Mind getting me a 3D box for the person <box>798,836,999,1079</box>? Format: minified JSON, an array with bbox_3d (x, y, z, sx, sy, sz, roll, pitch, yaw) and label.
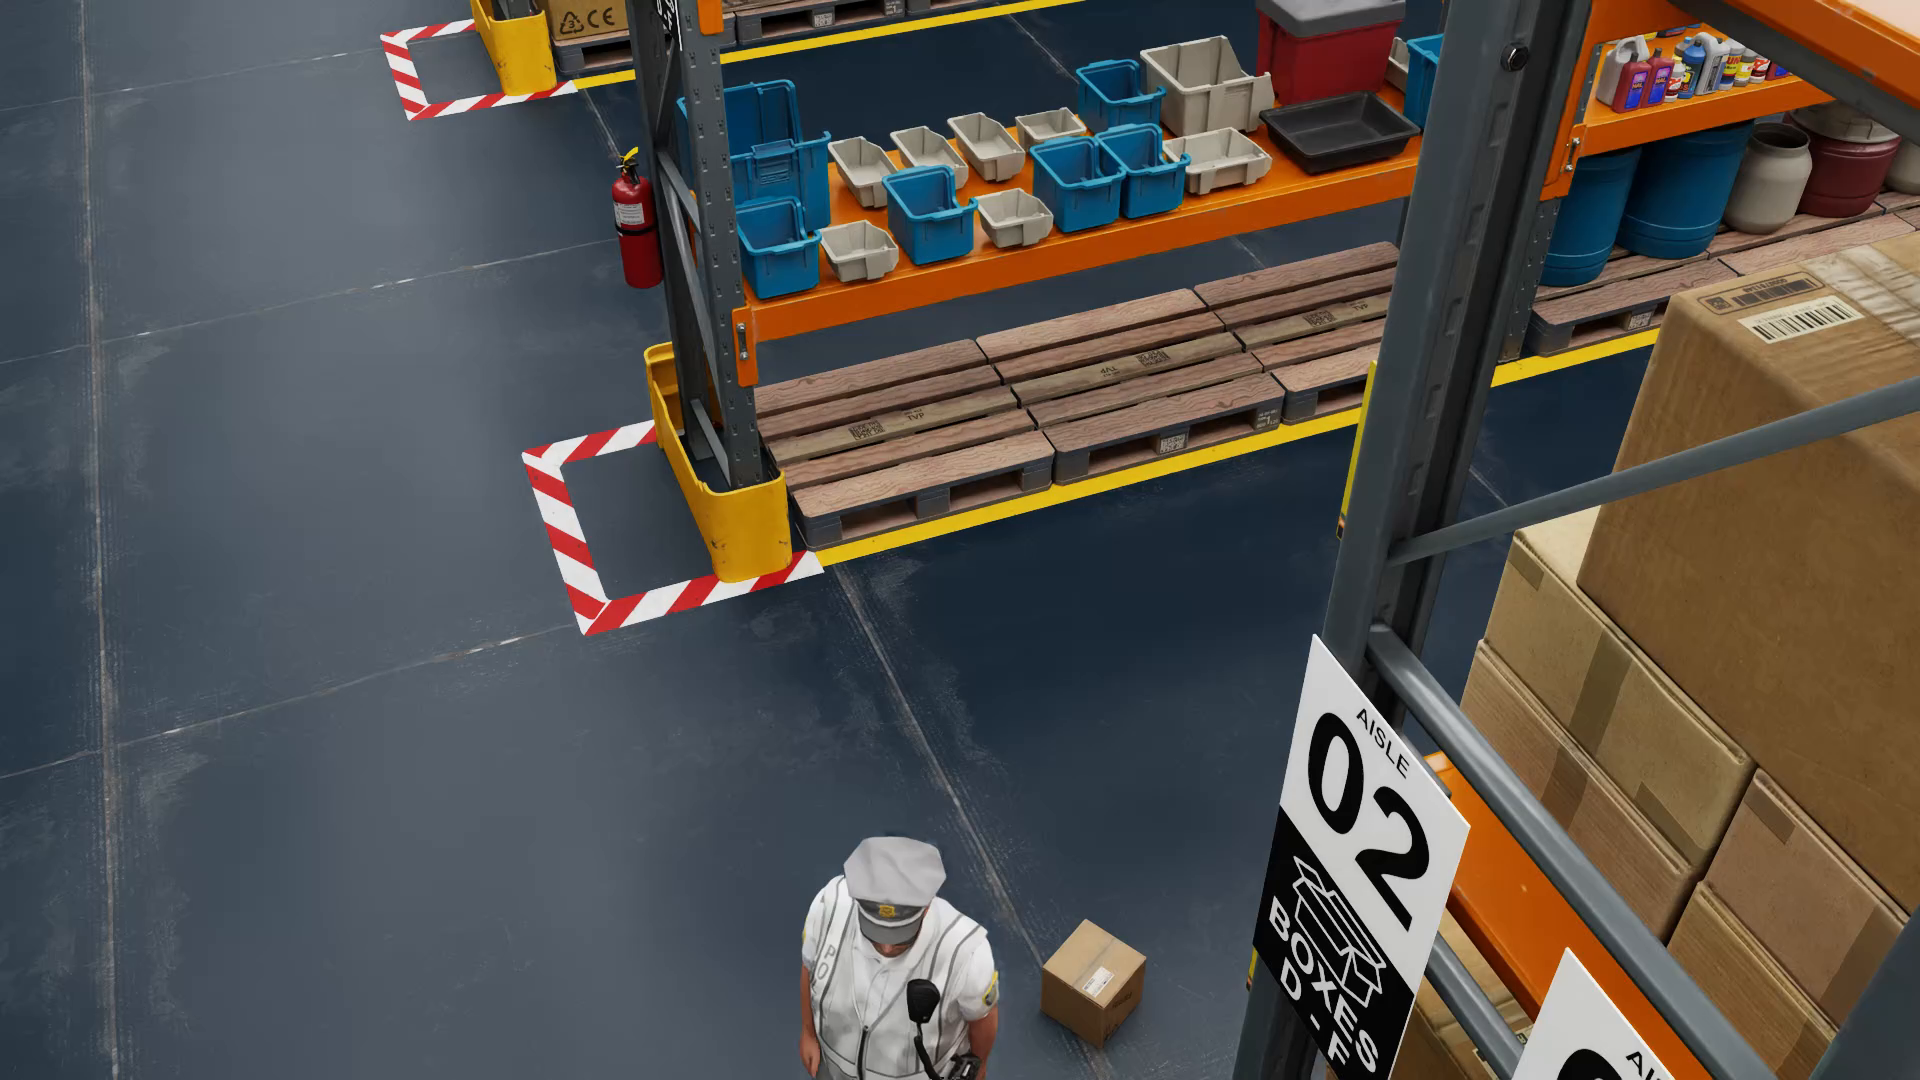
[{"bbox_3d":[-0.159,1.359,4.580,0.550,1.725,0.703,17,44,18],"label":"person"}]
